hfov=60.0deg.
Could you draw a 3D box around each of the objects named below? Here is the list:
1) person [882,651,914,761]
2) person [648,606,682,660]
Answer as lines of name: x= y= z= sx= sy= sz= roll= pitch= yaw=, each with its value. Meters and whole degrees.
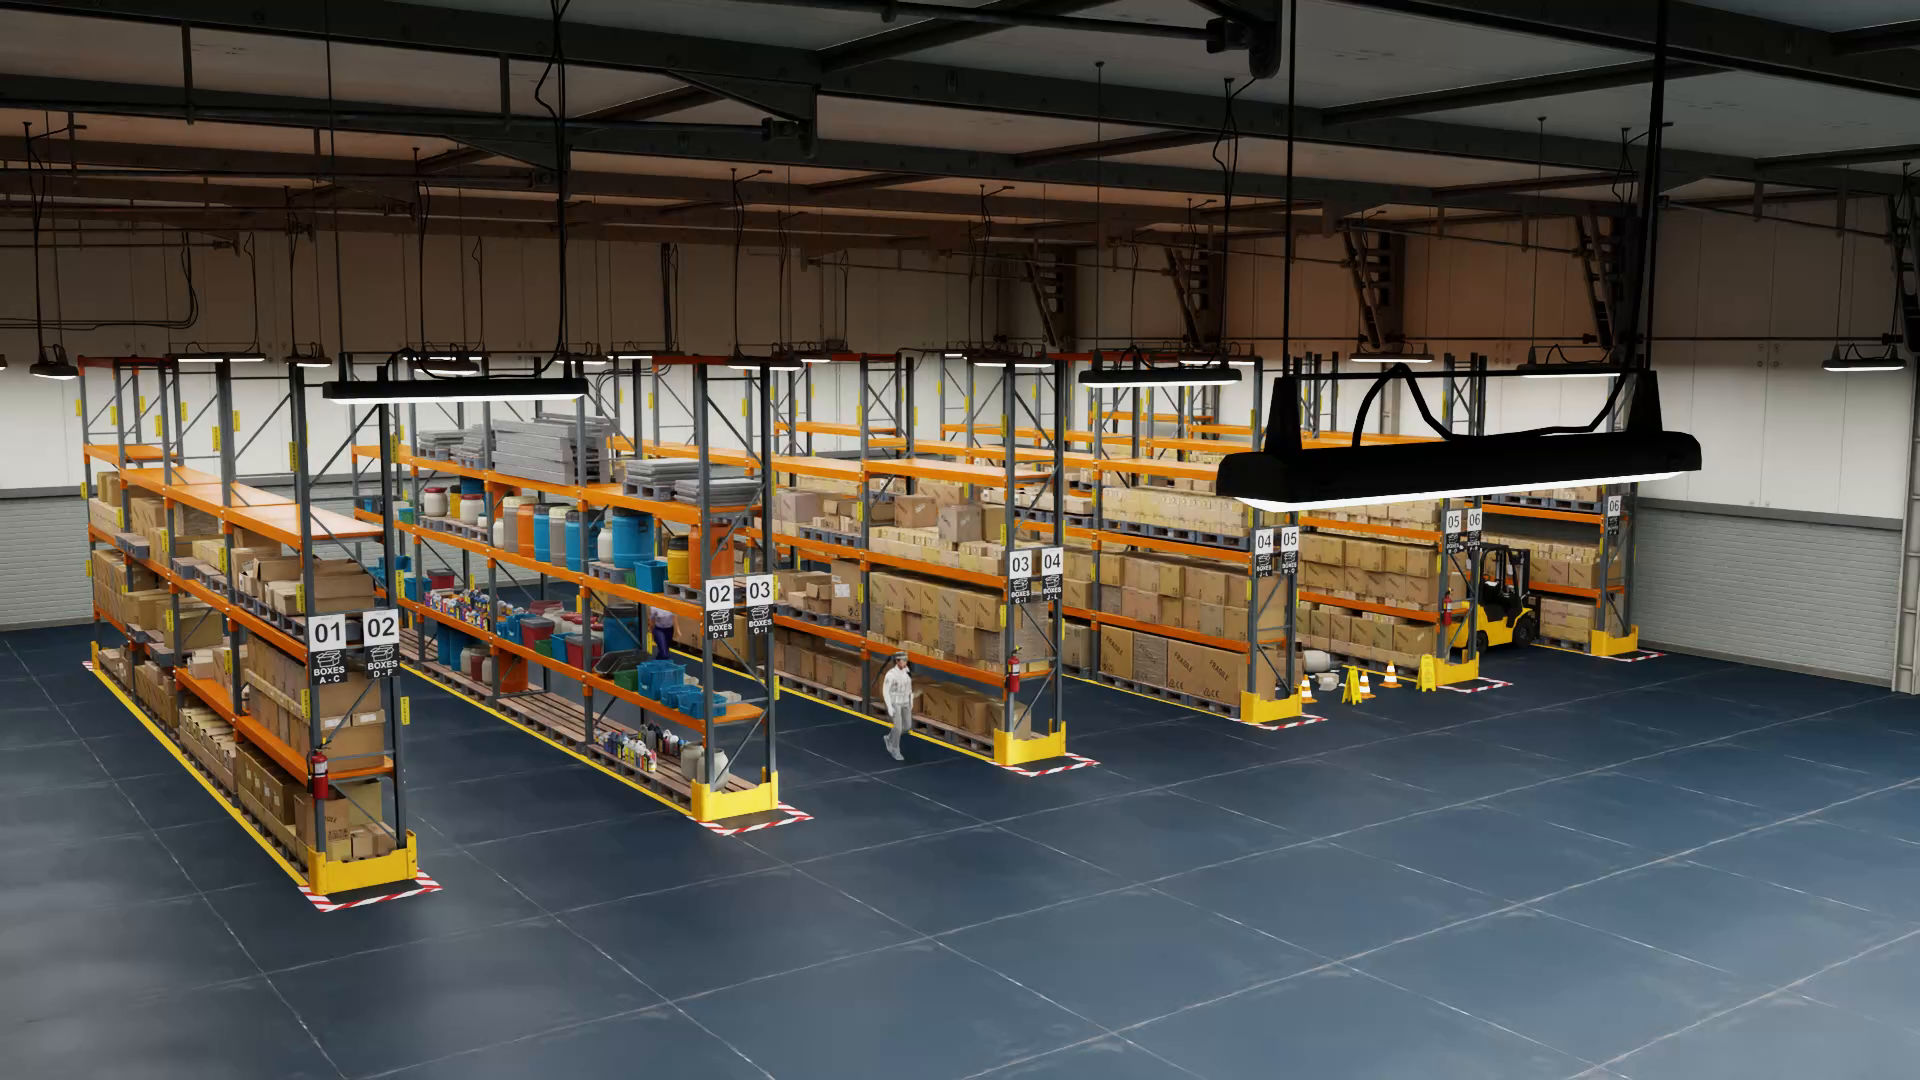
person: x=-0.974 y=2.475 z=25.185 sx=0.534 sy=1.659 sz=0.583 roll=7 pitch=10 yaw=44
person: x=-5.562 y=1.742 z=31.250 sx=0.520 sy=1.588 sz=1.034 roll=-6 pitch=9 yaw=-38
